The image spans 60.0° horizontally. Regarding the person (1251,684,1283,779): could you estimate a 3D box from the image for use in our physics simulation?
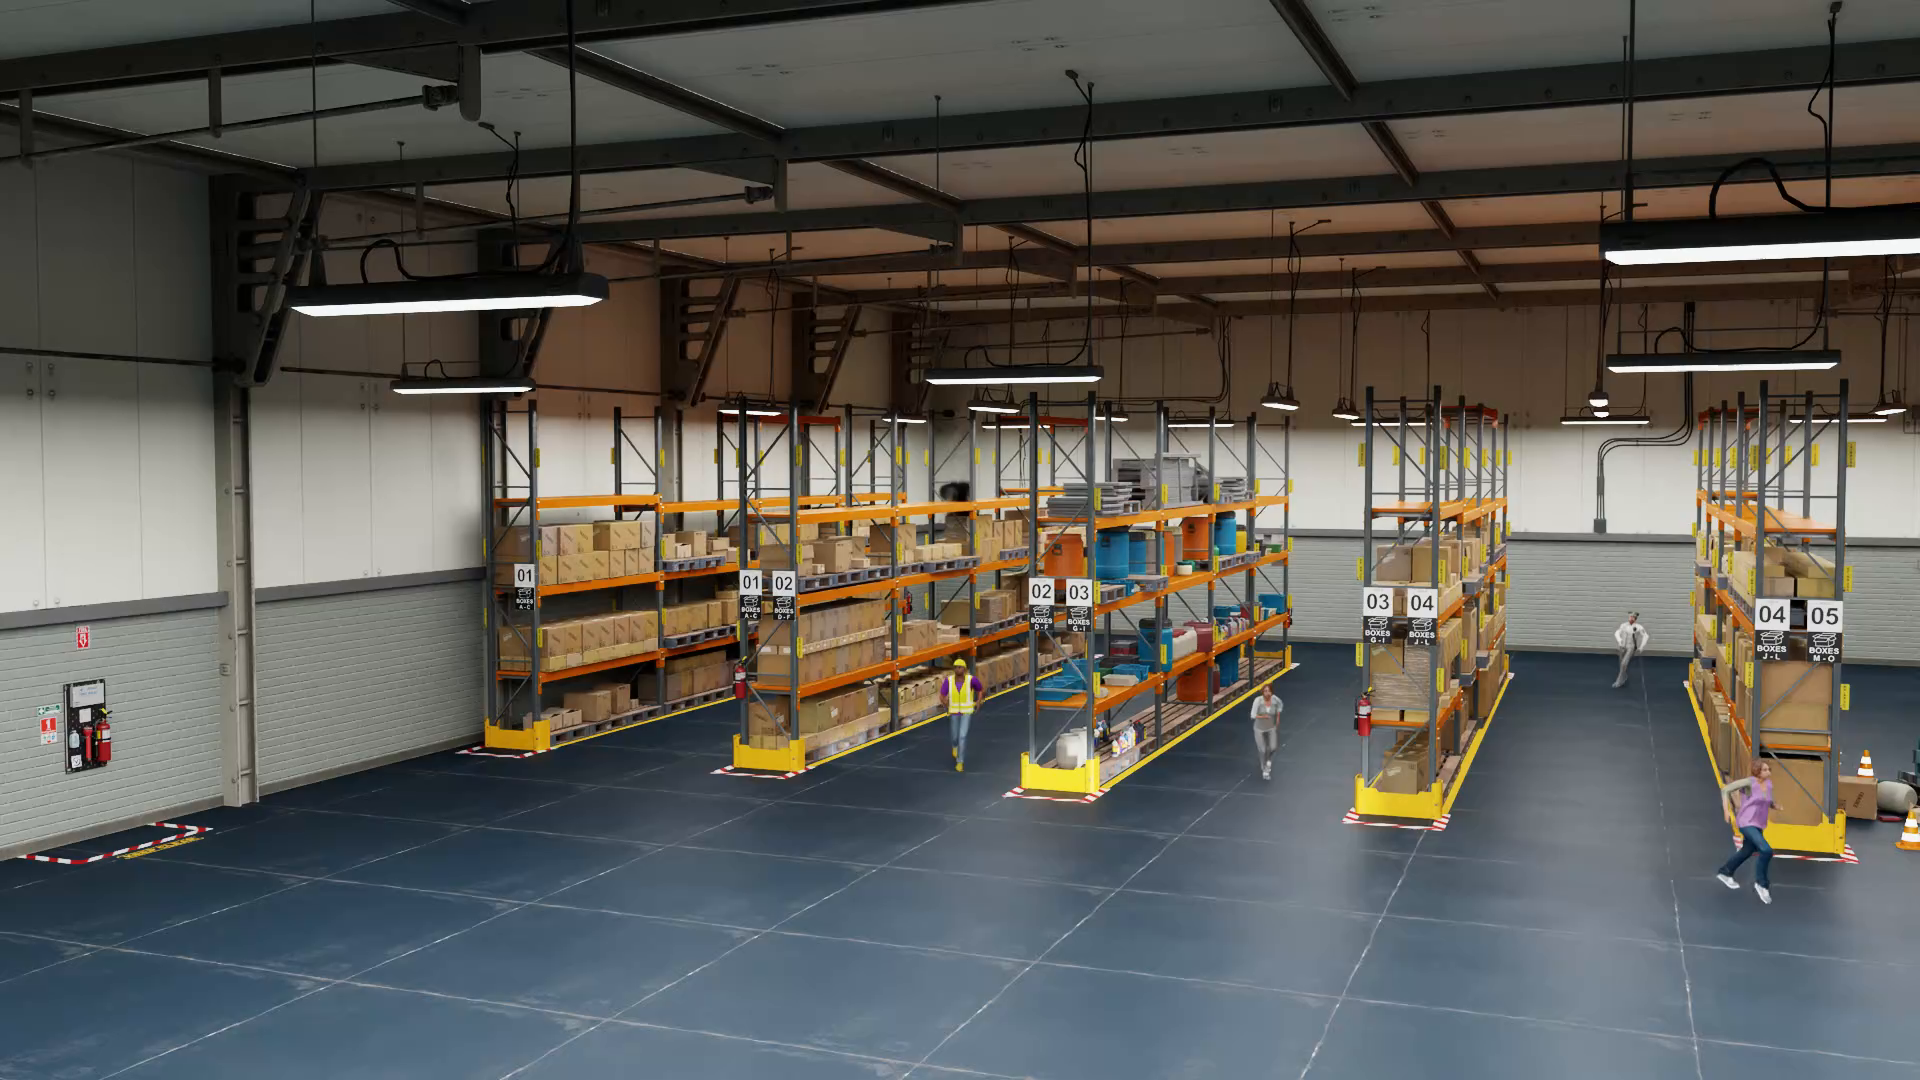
[{"bbox_3d":[4.756,2.968,25.726,0.516,1.533,0.704,0,3,4],"label":"person"}]

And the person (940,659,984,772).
[{"bbox_3d":[0.021,2.791,26.898,0.709,1.744,0.909,0,3,10],"label":"person"}]

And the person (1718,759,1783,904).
[{"bbox_3d":[8.968,3.274,18.890,0.555,1.615,0.790,-1,3,-25],"label":"person"}]

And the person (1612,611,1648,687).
[{"bbox_3d":[14.597,2.361,36.266,0.671,1.647,0.894,3,4,45],"label":"person"}]
